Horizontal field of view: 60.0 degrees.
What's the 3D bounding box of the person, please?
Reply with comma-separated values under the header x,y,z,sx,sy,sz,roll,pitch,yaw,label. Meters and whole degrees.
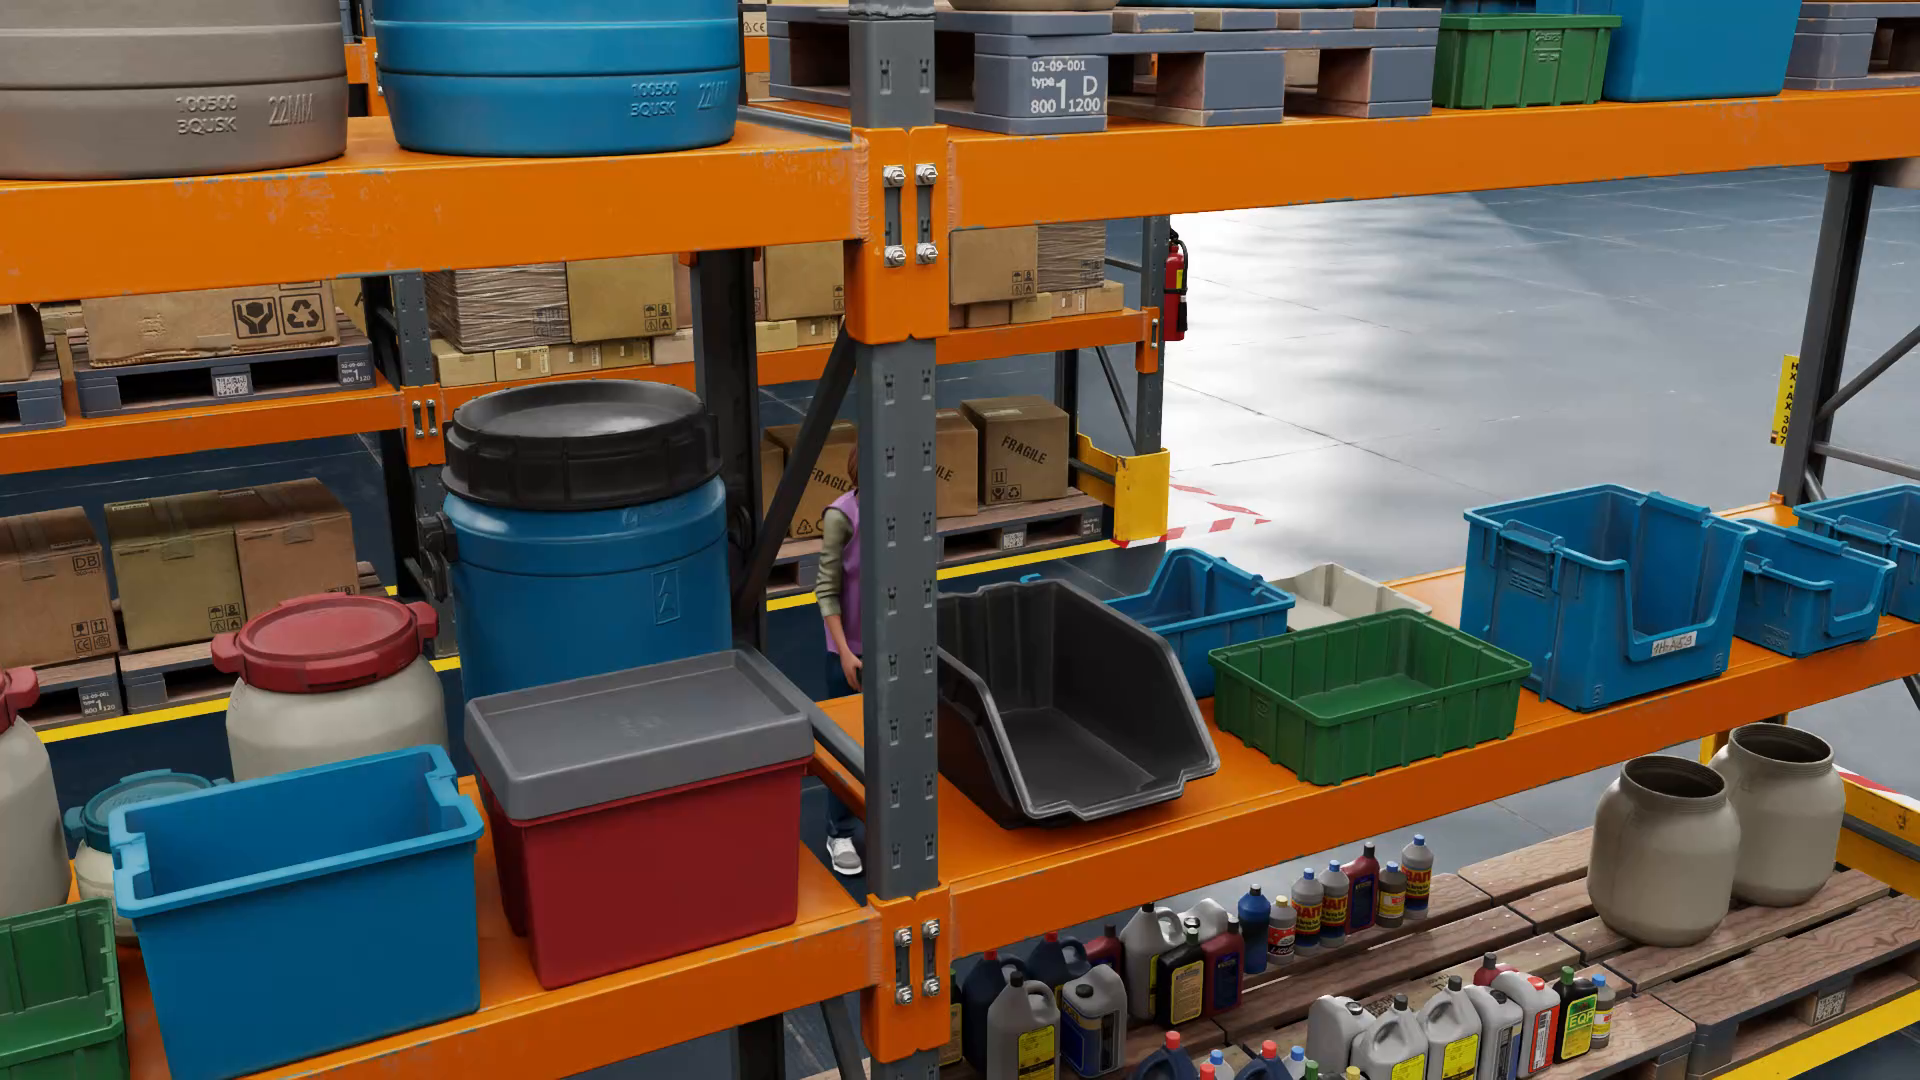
x,y,z,sx,sy,sz,roll,pitch,yaw,label
-0.295,0.394,5.922,0.447,1.591,0.332,-10,21,-28,person
